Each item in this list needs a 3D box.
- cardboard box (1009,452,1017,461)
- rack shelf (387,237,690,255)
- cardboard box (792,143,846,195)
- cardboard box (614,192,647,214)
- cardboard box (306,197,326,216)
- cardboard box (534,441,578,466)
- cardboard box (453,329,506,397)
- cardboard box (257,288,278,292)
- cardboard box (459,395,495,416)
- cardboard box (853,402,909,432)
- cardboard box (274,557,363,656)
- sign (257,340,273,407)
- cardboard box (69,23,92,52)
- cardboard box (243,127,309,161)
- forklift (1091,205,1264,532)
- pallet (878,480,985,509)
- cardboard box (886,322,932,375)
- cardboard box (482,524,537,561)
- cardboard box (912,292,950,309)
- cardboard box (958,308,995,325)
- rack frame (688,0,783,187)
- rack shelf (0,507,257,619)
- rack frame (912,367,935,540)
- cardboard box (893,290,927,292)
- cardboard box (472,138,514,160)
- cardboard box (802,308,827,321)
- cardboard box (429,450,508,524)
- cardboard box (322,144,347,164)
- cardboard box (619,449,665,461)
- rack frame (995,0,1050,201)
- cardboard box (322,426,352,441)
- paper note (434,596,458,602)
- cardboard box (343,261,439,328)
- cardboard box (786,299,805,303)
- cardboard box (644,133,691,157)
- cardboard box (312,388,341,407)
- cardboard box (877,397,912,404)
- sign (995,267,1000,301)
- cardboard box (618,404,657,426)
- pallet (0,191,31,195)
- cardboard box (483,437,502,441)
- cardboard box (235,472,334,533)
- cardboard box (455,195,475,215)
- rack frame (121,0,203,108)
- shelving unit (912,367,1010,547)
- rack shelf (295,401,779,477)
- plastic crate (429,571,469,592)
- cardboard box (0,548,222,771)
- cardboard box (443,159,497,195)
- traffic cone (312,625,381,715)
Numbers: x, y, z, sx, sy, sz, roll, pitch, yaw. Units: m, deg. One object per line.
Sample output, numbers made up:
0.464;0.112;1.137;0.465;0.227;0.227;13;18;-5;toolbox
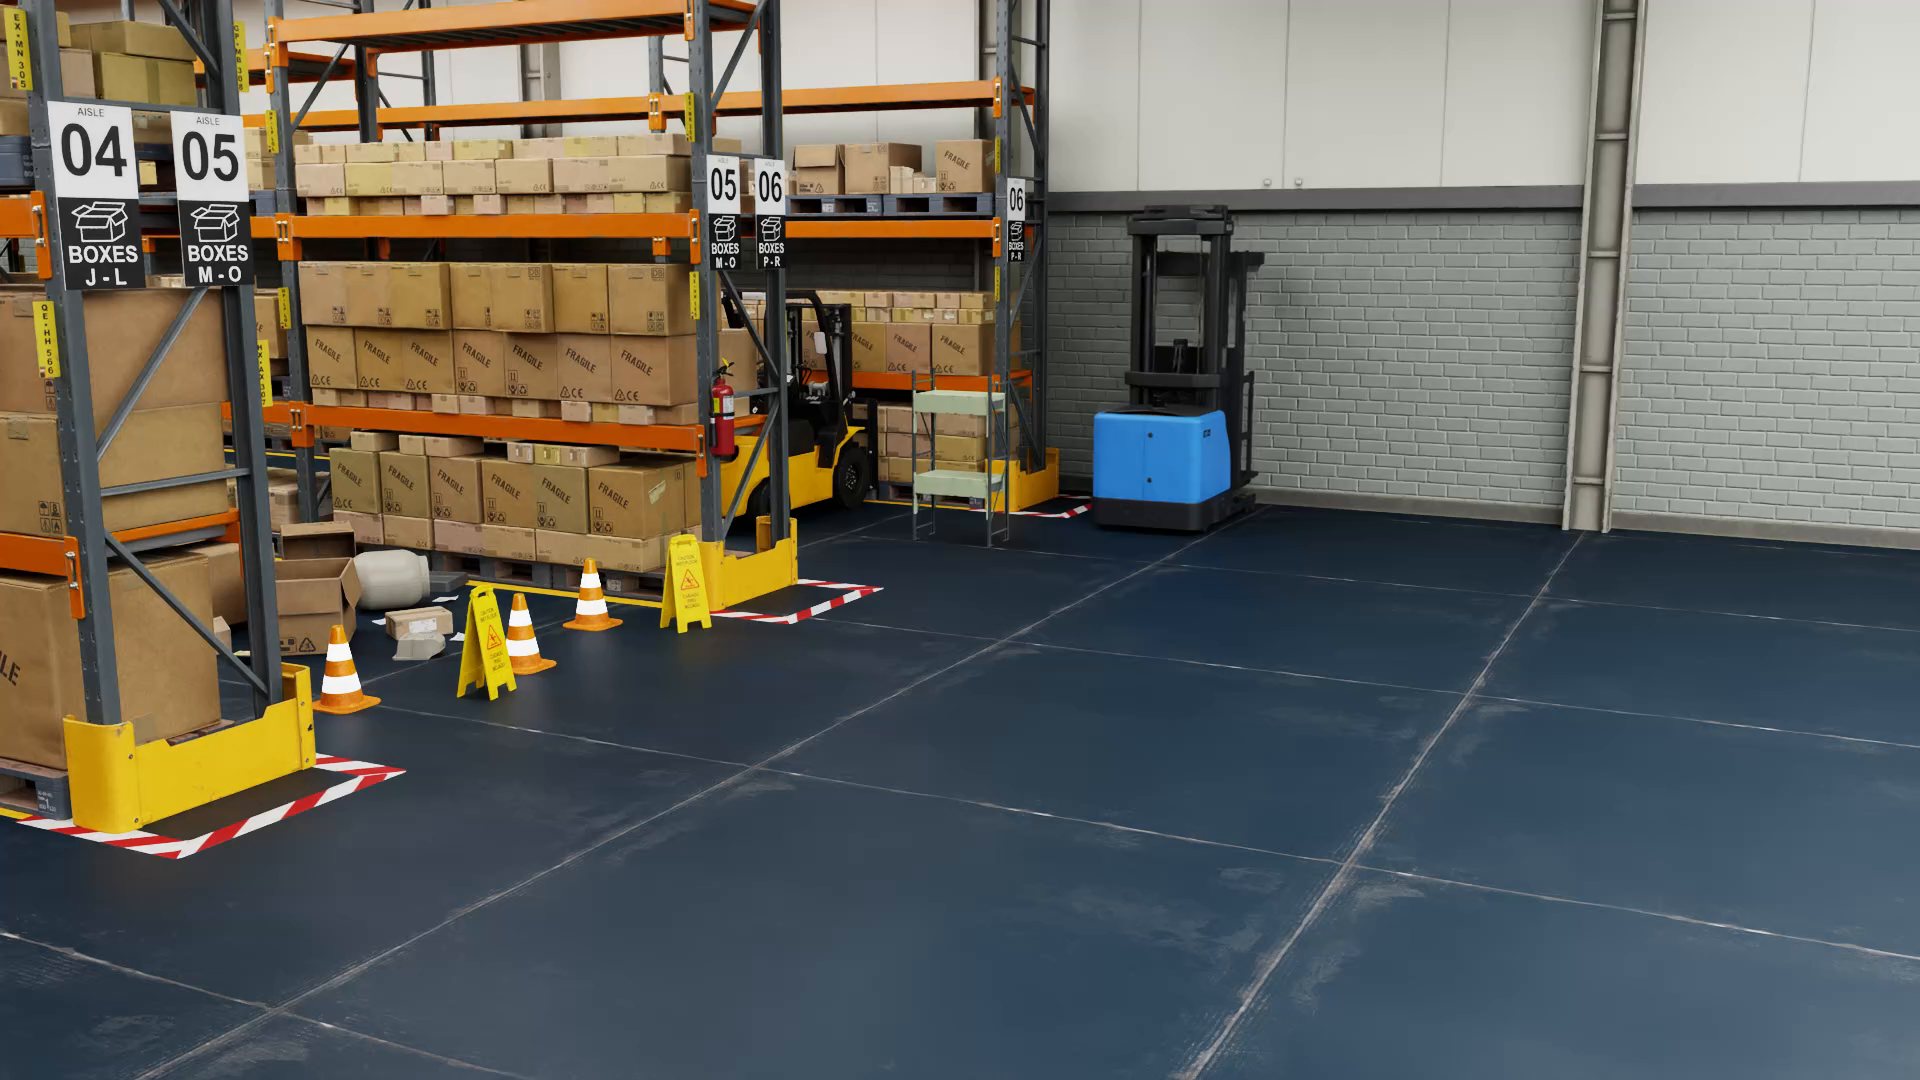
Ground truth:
0.259;-0.778;17.150;0.500;0.250;0.500;5;11;26;cardboard box
-4.768;-3.450;18.965;4.000;0.370;1.077;5;11;26;rack shelf
-1.274;-3.782;17.034;0.637;0.503;0.797;5;12;28;cardboard box
-2.262;-2.412;11.917;0.250;0.149;0.380;5;11;26;cardboard box
-4.995;-2.665;13.315;0.250;0.149;0.380;5;11;25;cardboard box
-2.997;-0.664;12.589;0.250;0.149;0.380;5;12;27;cardboard box
-3.529;-1.379;12.812;0.500;0.500;0.500;5;11;26;cardboard box
-8.646;-2.880;20.759;0.500;0.500;0.700;5;11;26;cardboard box
-3.645;-1.060;12.868;0.250;0.149;0.380;5;11;26;cardboard box
-0.856;-1.264;17.028;0.500;0.250;0.500;5;11;27;cardboard box
-4.276;0.433;10.927;0.637;0.503;0.797;-2;11;-14;cardboard box
-3.429;-0.816;8.165;0.005;0.325;0.100;5;11;26;sign
-4.063;-2.361;7.936;0.250;0.149;0.380;5;11;26;cardboard box
-5.744;-3.257;13.720;0.500;0.250;0.500;5;12;27;cardboard box
2.269;-1.733;16.077;1.130;2.935;3.031;5;11;24;forklift
-0.092;-0.536;17.100;1.213;0.211;1.003;5;11;26;pallet
-0.406;-1.943;16.764;0.500;0.500;0.500;5;12;28;cardboard box
-3.357;-0.019;12.952;0.500;0.250;0.500;5;11;24;cardboard box
-0.283;-2.395;16.603;0.250;0.149;0.380;5;12;27;cardboard box
0.178;-2.206;16.393;0.250;0.149;0.380;5;11;27;cardboard box
-1.580;-4.014;11.640;0.127;3.000;1.000;5;11;26;rack frame
-5.473;-0.067;8.697;4.000;0.370;1.077;5;11;26;rack shelf
-0.322;-0.766;14.753;0.023;1.500;0.400;5;11;26;rack frame
-0.519;-2.513;17.257;0.250;0.149;0.380;5;12;28;cardboard box
-3.404;-2.902;12.383;0.250;0.149;0.380;5;12;27;cardboard box
-1.427;-2.346;17.169;0.250;0.149;0.380;5;11;25;cardboard box
-3.808;-0.429;13.111;0.500;0.500;0.500;6;12;29;cardboard box
-4.783;-3.029;13.087;0.250;0.149;0.380;5;12;28;cardboard box
-2.674;-0.434;13.144;0.500;0.500;0.500;5;11;24;cardboard box
0.613;-4.807;16.022;0.127;3.000;1.000;5;11;26;rack frame
-7.480;-1.502;20.446;0.500;0.500;0.500;5;11;25;cardboard box
-3.796;0.430;12.269;0.148;0.019;0.142;1;10;6;paper note
-4.420;-1.952;13.167;0.500;0.500;0.700;5;11;26;cardboard box
-1.630;-2.523;17.313;0.250;0.149;0.380;5;11;26;cardboard box
-2.014;-2.786;11.745;0.250;0.149;0.380;5;11;26;cardboard box
-5.027;-1.177;13.518;0.250;0.149;0.380;5;11;26;cardboard box
-0.628;-1.348;17.492;0.500;0.250;0.500;5;11;25;cardboard box
0.360;-2.456;15.959;0.005;0.325;0.100;5;11;26;sign
-2.287;-0.936;12.183;0.250;0.149;0.380;5;11;25;cardboard box
-5.448;-1.848;8.347;1.213;0.211;1.003;5;11;26;pallet
-5.419;-1.422;19.652;0.625;0.625;0.875;5;12;28;cardboard box
-5.639;-0.332;14.339;0.625;0.372;0.950;5;11;27;cardboard box
-3.612;-2.544;12.646;0.250;0.149;0.380;5;11;26;cardboard box
-10.149;-5.752;21.247;0.127;3.000;1.000;5;11;26;rack frame
0.006;-0.737;14.594;0.755;1.500;0.431;5;11;26;shelving unit
-3.374;-0.865;13.109;4.000;0.370;1.077;5;11;26;rack shelf
-4.122;0.314;12.769;0.583;0.080;0.402;1;10;6;plastic crate
-4.317;0.533;8.151;0.875;0.875;0.875;5;11;26;cardboard box
-3.530;-2.727;12.539;0.500;0.250;0.500;5;11;26;cardboard box
-3.528;0.716;9.472;0.334;0.463;0.336;5;11;26;traffic cone
